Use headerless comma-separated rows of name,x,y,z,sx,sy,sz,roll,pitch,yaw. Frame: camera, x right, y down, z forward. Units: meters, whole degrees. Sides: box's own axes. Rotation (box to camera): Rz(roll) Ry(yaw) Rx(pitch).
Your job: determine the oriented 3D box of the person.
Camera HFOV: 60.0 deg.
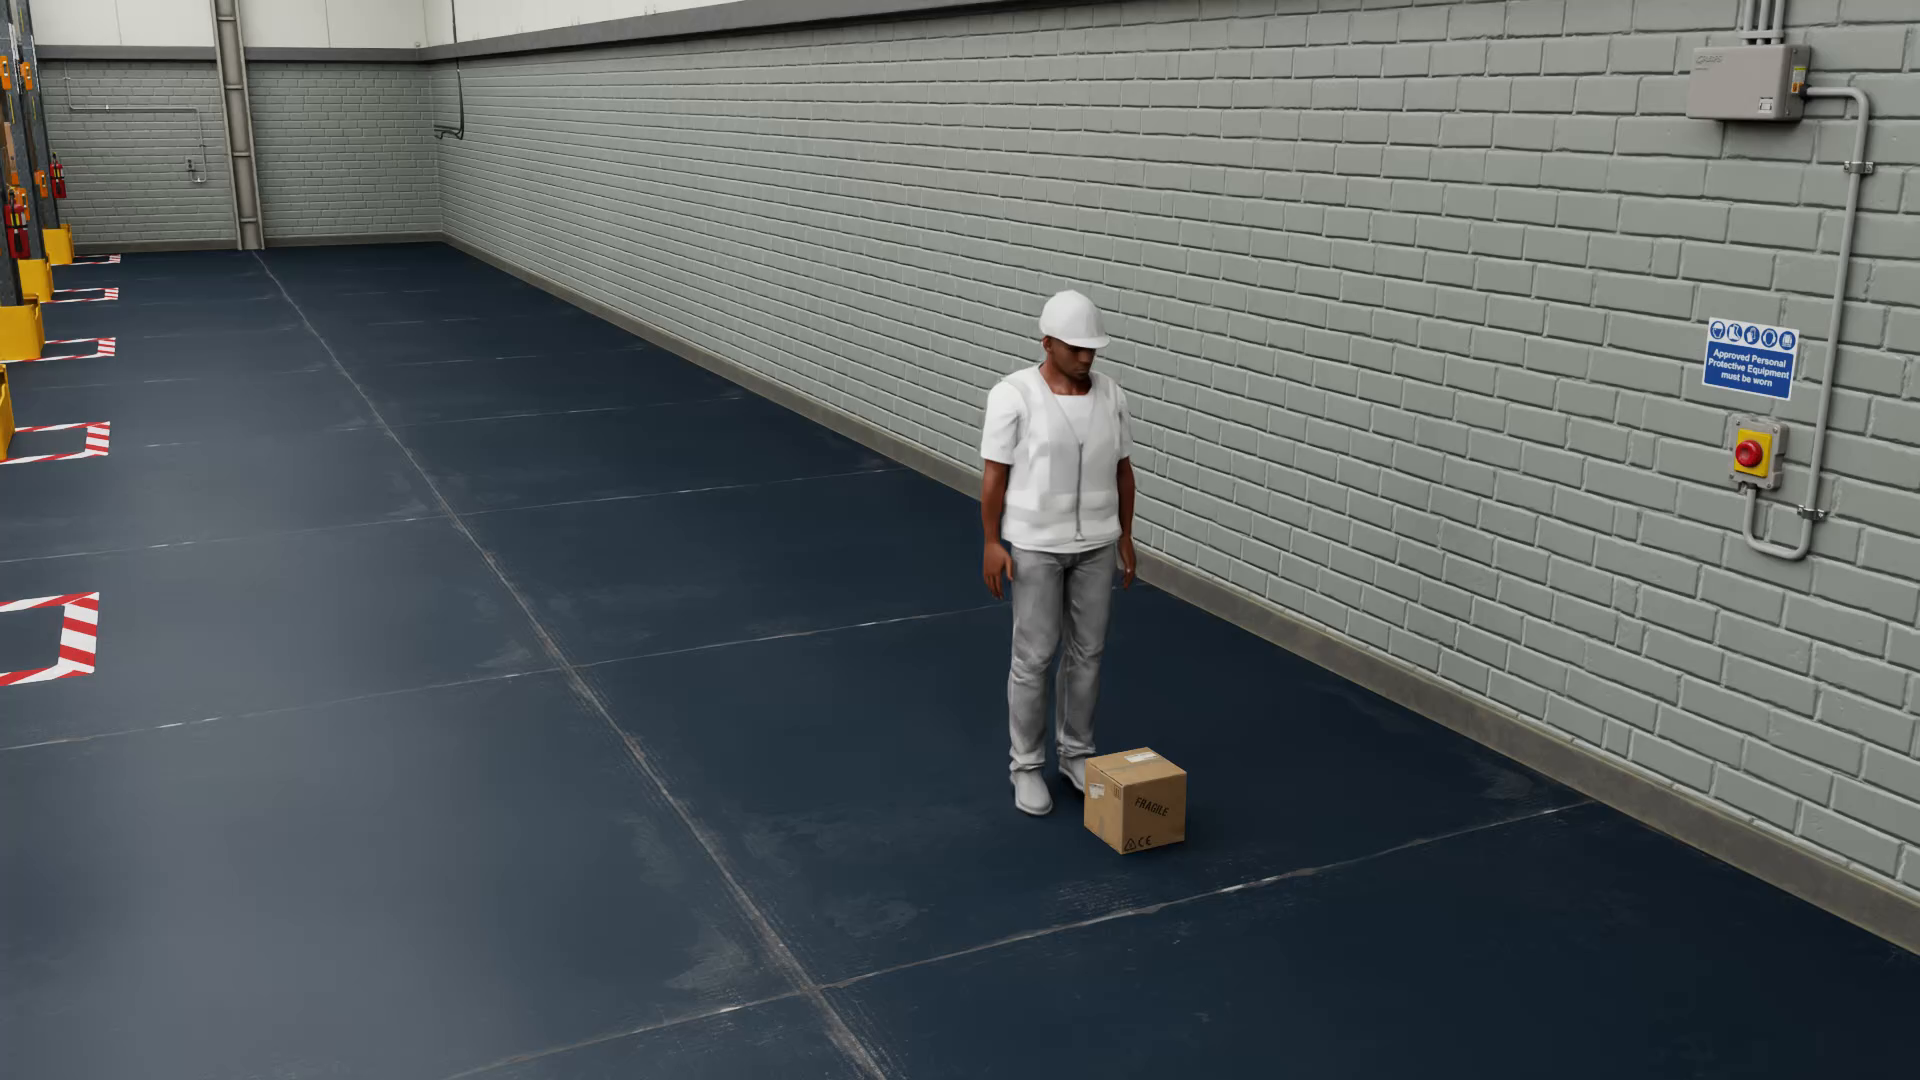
person,0.381,0.030,5.812,0.571,1.789,0.444,-6,16,-20
